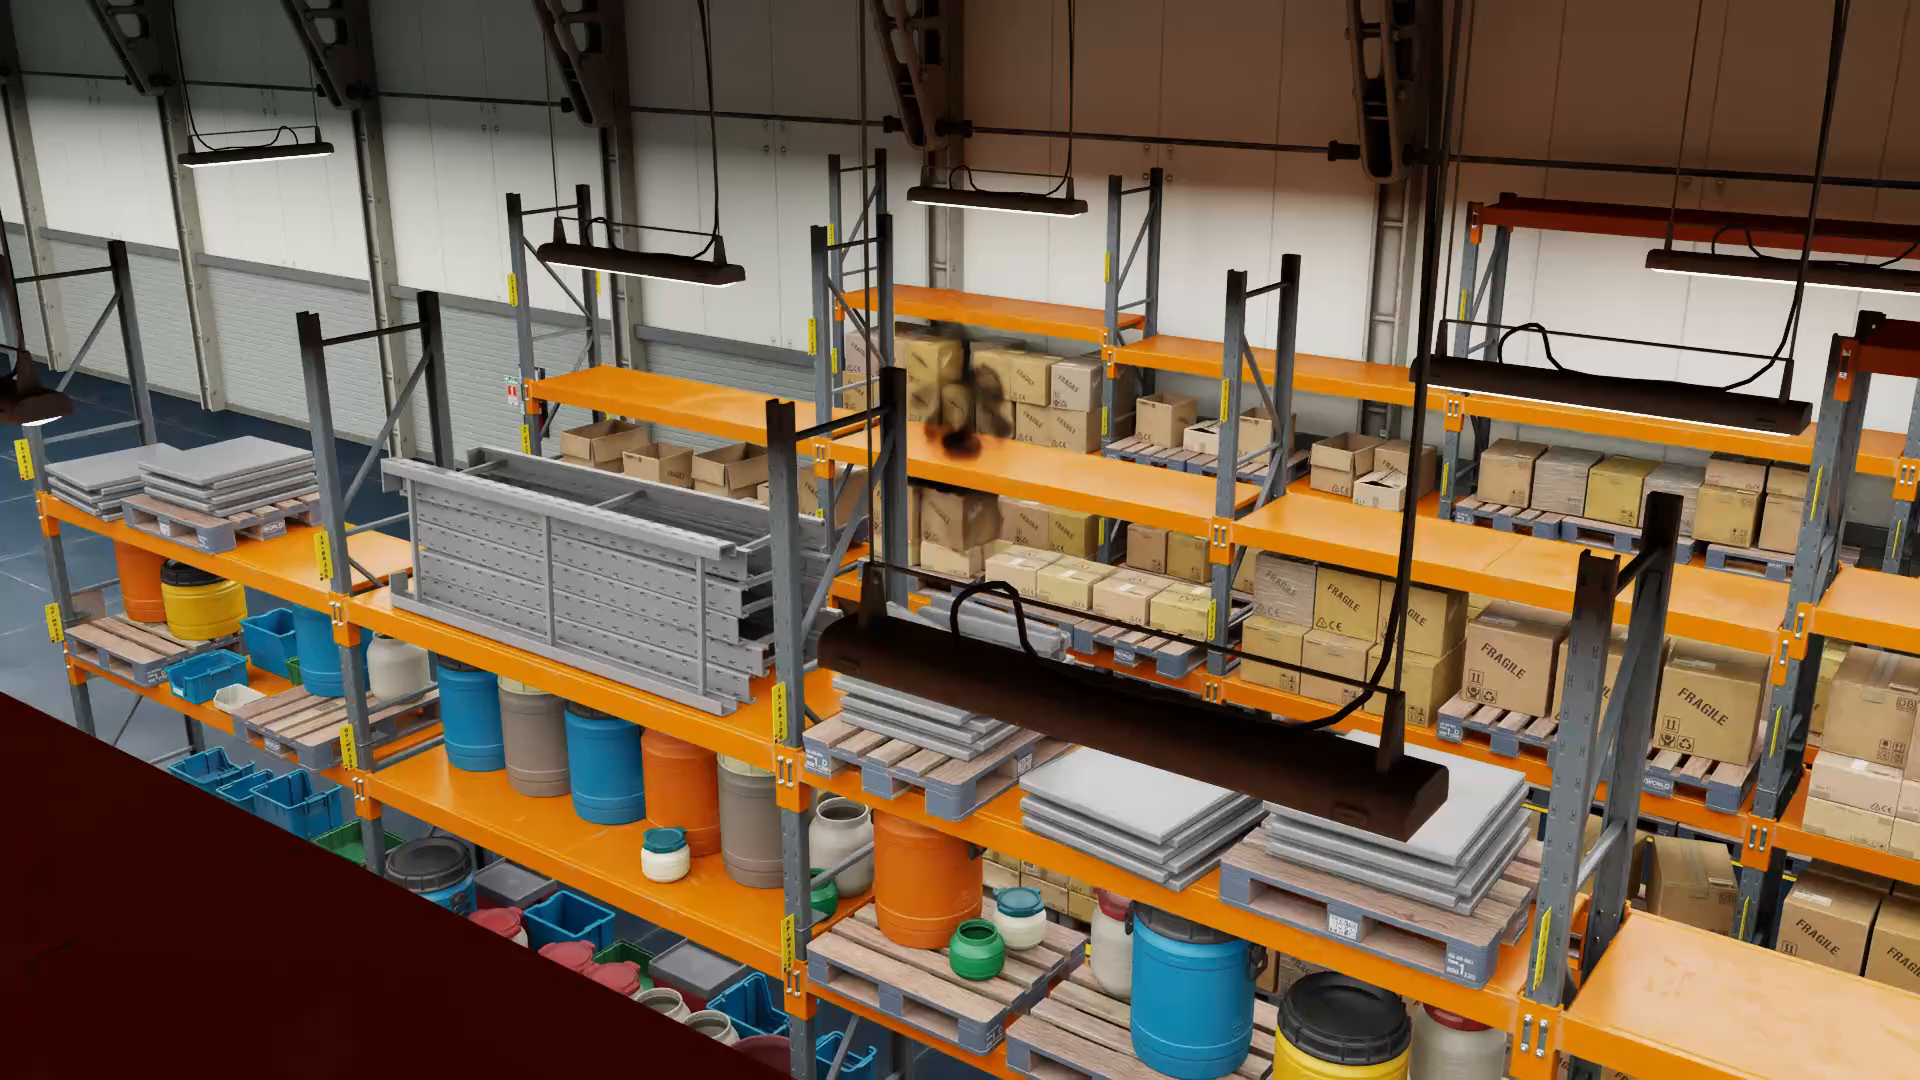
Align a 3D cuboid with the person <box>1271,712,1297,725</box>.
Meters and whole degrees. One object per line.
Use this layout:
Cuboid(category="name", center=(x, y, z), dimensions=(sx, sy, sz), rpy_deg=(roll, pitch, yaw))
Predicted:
Cuboid(category="person", center=(2.952, 2.054, 16.234), dimensions=(0.585, 1.743, 0.651), rpy_deg=(8, 20, 22))
